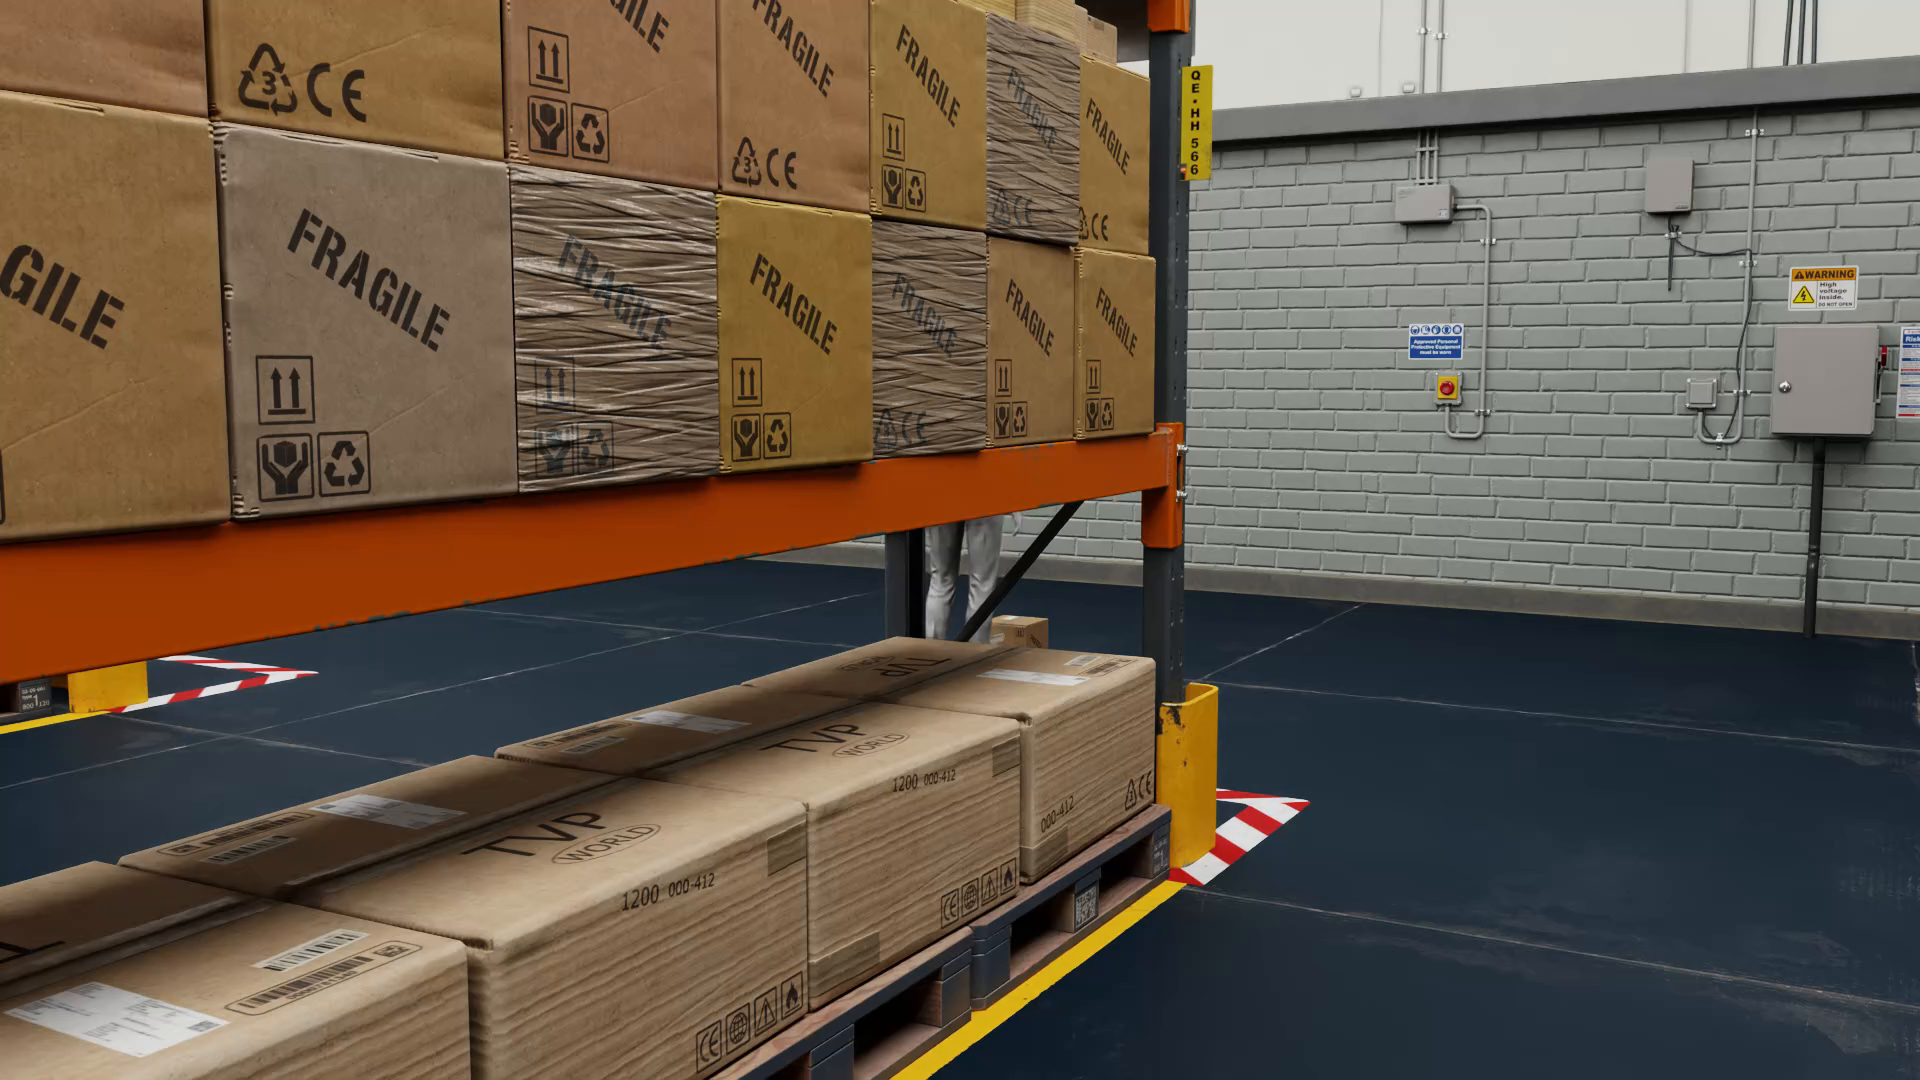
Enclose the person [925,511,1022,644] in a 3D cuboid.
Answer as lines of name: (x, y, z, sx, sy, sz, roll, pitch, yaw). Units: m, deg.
person: (0.036, -0.134, 7.695, 0.500, 1.738, 0.336, 2, 7, 21)
